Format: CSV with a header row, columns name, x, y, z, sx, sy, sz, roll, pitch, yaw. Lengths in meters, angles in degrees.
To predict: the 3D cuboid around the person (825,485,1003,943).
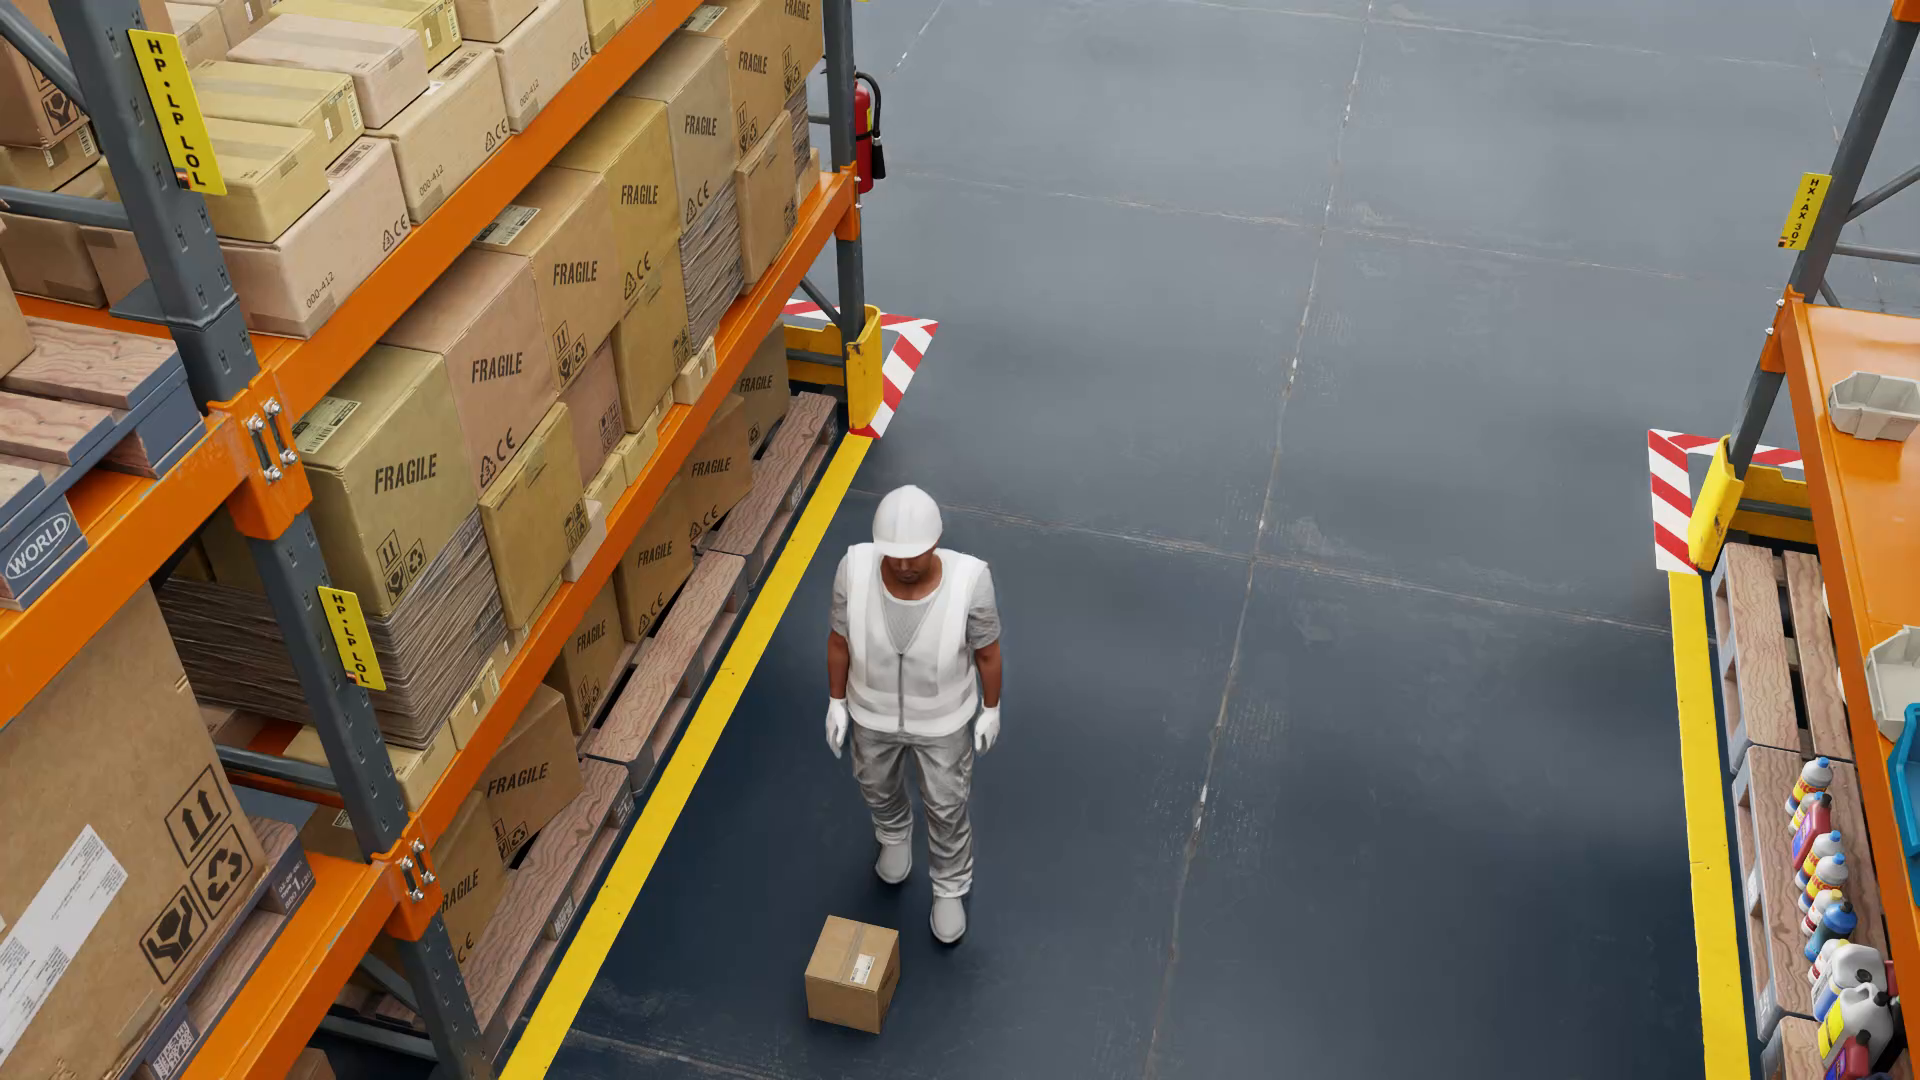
name,x,y,z,sx,sy,sz,roll,pitch,yaw
person,-0.159,0.578,5.452,0.573,1.790,0.525,6,41,7
